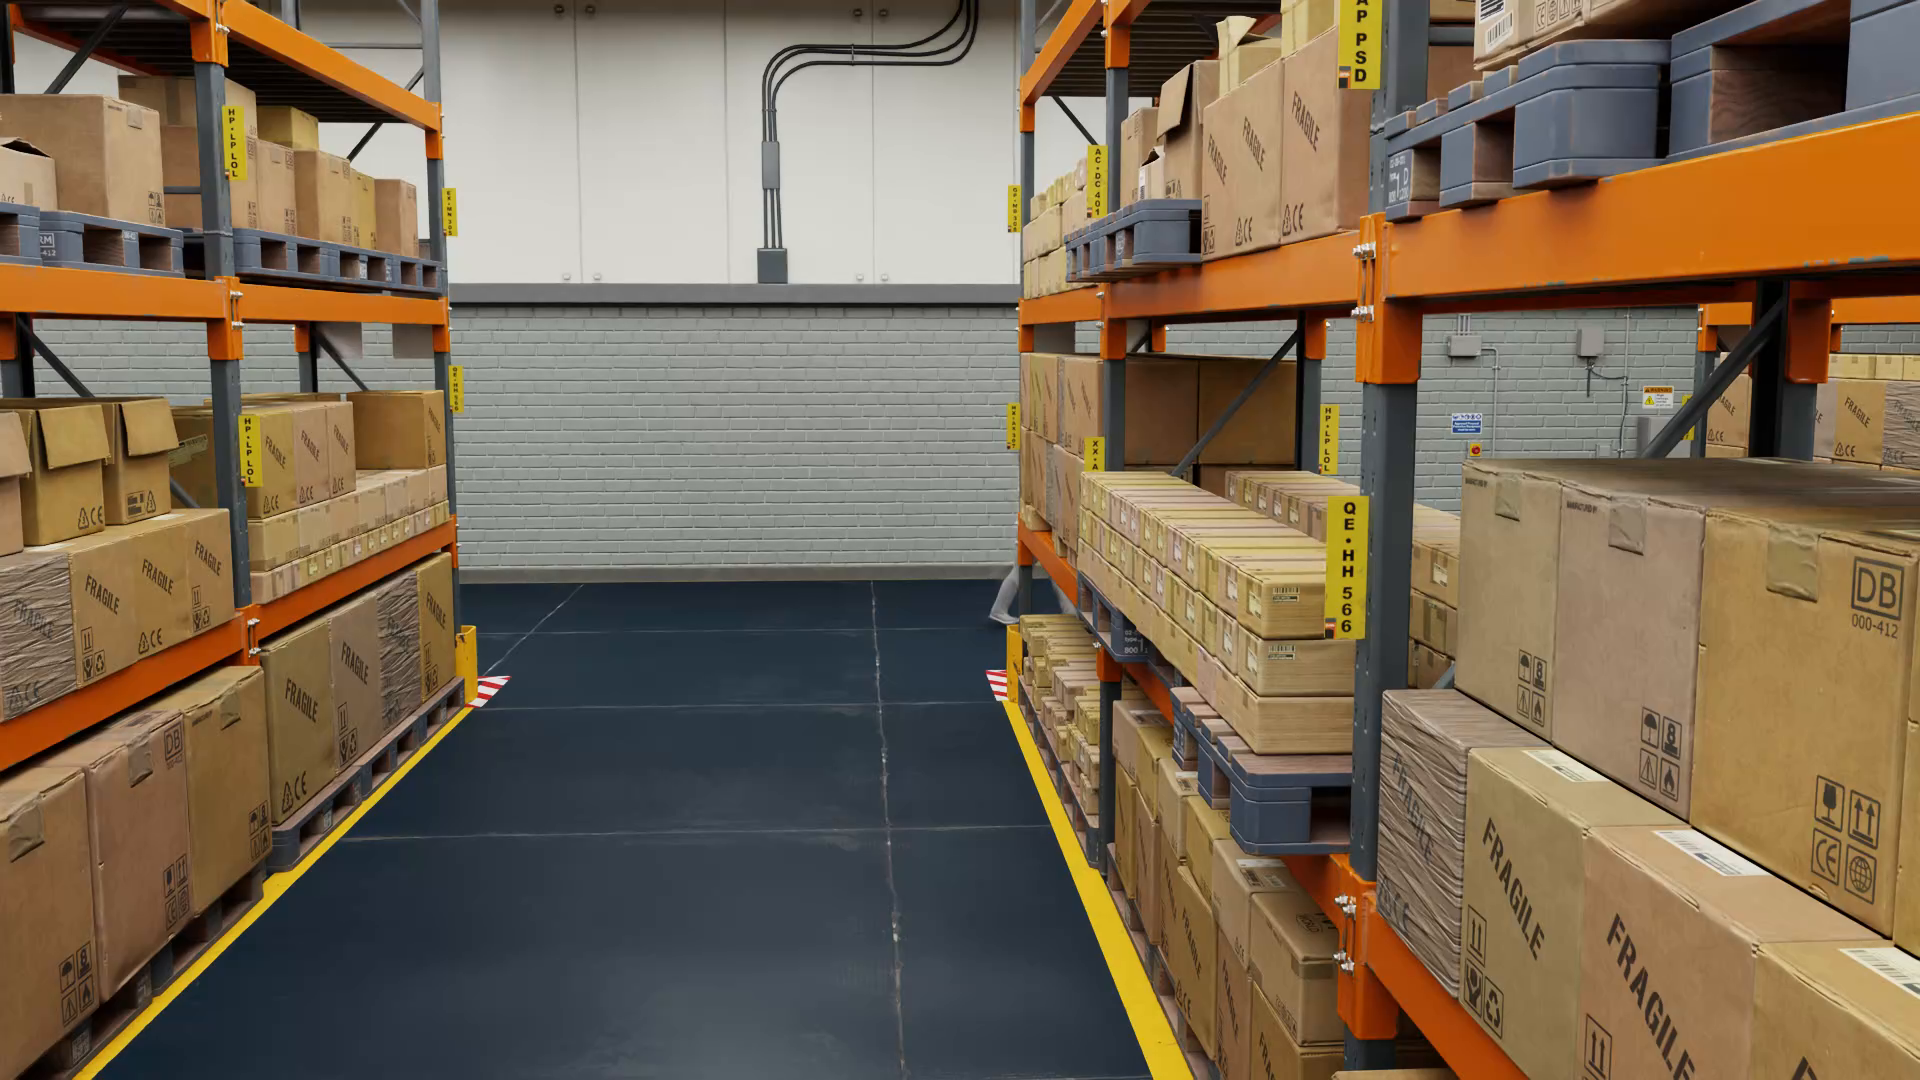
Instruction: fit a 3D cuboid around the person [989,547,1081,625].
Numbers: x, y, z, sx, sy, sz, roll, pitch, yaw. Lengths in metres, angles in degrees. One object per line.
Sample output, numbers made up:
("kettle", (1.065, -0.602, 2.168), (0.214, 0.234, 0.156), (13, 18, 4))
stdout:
("person", (0.735, -0.059, 14.682), (0.939, 1.624, 0.434), (1, 7, 10))
